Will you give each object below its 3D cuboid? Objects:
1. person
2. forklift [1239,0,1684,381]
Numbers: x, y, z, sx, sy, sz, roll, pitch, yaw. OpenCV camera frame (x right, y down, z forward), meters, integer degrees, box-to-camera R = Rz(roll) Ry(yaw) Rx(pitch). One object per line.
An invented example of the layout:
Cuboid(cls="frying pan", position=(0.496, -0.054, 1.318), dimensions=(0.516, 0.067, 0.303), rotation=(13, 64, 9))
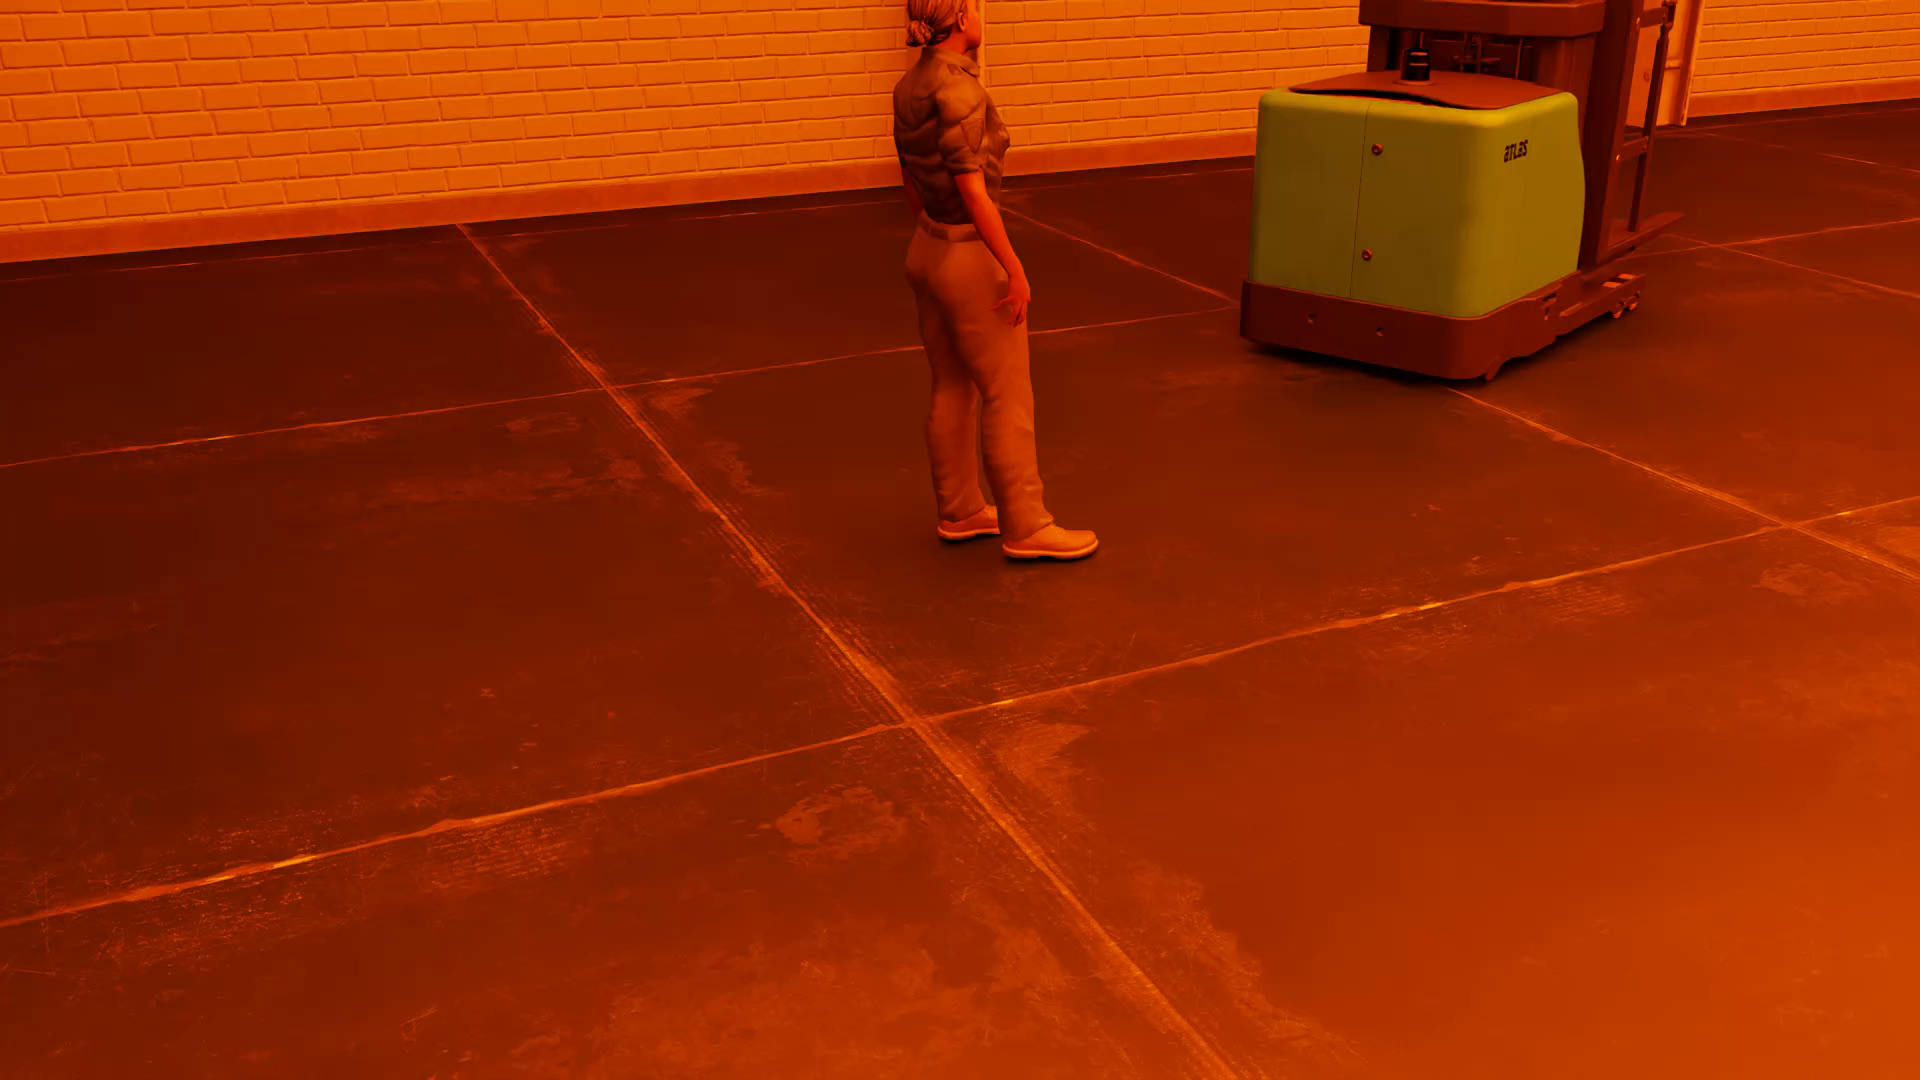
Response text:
Cuboid(cls="person", position=(0.088, -0.778, 4.805), dimensions=(0.503, 1.656, 0.570), rotation=(-10, 25, -23))
Cuboid(cls="forklift", position=(2.505, -2.463, 7.216), dimensions=(1.130, 2.935, 3.031), rotation=(18, 28, 36))
